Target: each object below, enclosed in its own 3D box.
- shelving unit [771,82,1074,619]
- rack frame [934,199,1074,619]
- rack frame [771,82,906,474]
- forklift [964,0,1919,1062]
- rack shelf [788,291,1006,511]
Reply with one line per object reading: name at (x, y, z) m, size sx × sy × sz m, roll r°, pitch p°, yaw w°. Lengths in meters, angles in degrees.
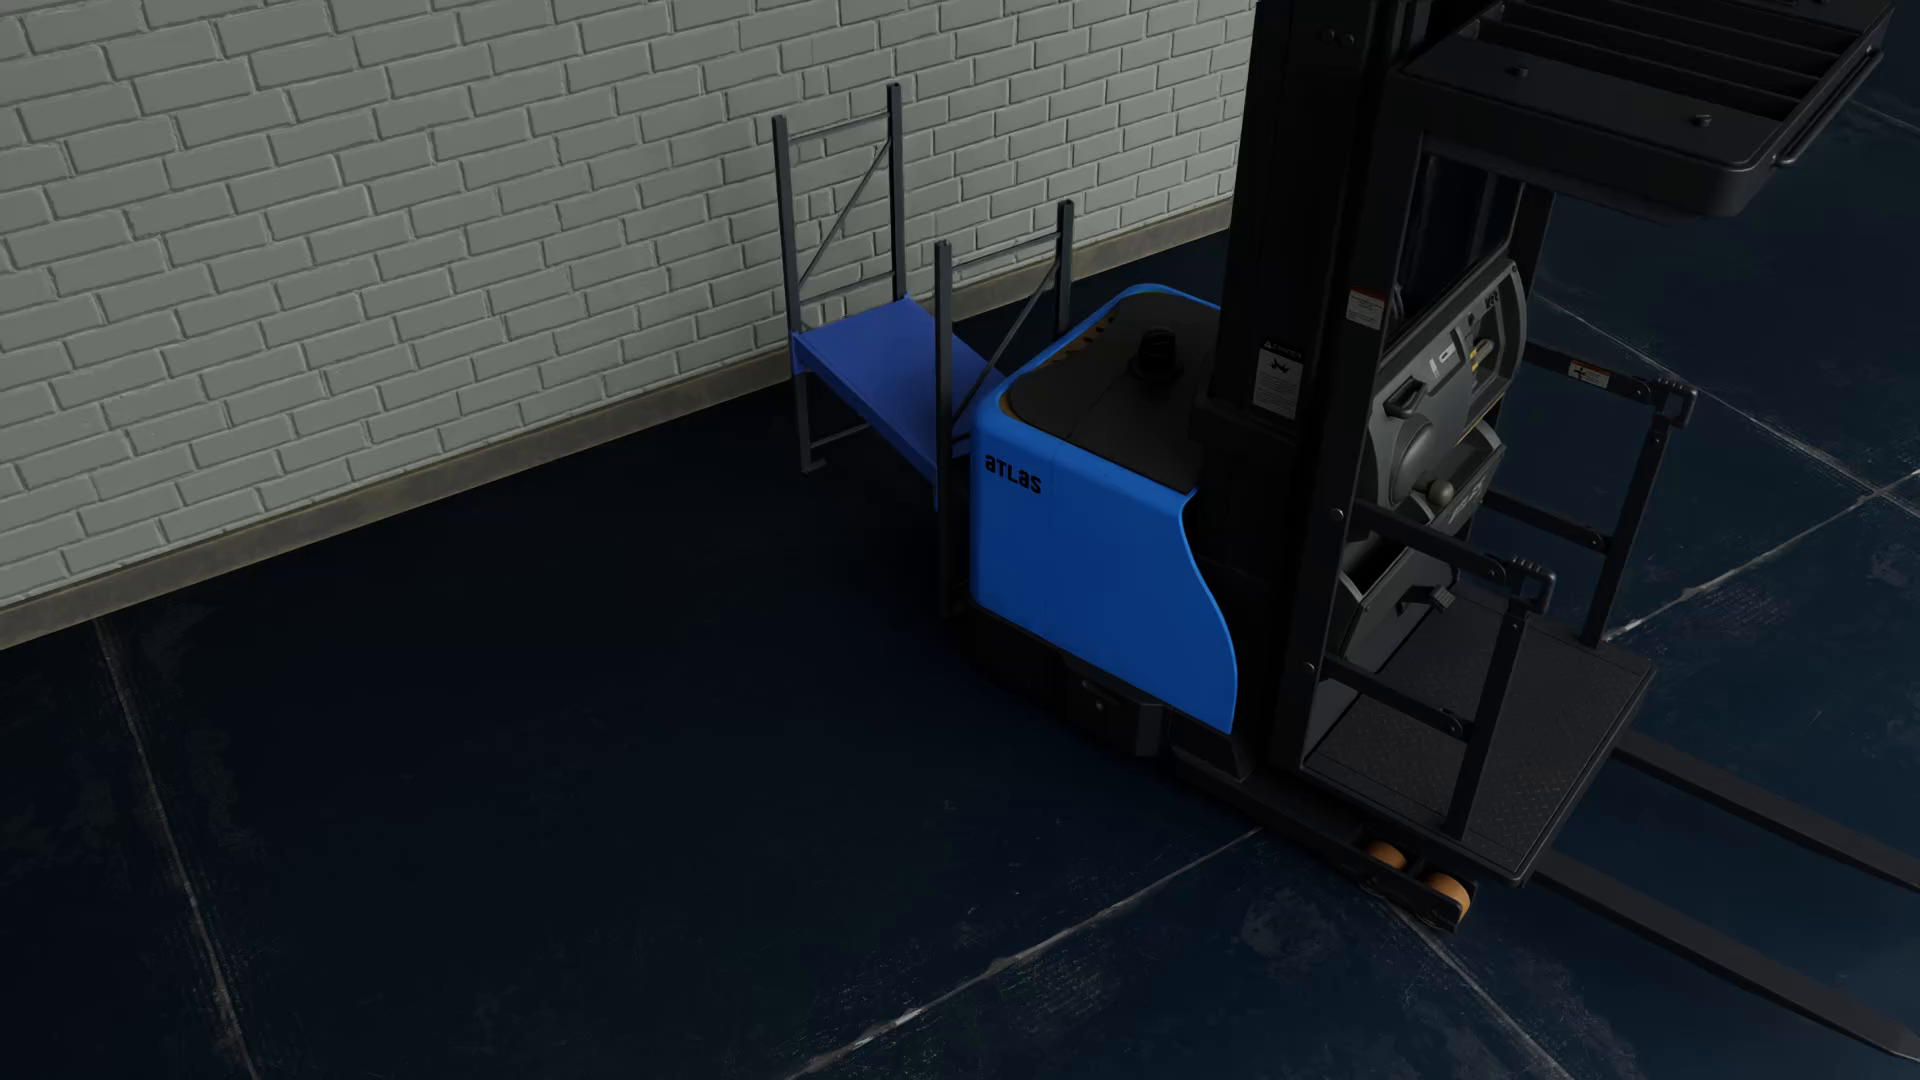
shelving unit at (-0.141, -0.663, 5.874) m, size 0.538 × 1.500 × 1.048 m, roll -23°, pitch 45°, yaw -25°
rack frame at (0.139, -0.392, 5.549) m, size 0.500 × 1.500 × 0.032 m, roll -23°, pitch 45°, yaw -25°
rack frame at (-0.422, -0.935, 6.200) m, size 0.500 × 1.500 × 0.032 m, roll -23°, pitch 45°, yaw -25°
forklift at (1.489, -0.373, 4.408) m, size 3.031 × 2.935 × 1.130 m, roll 27°, pitch 47°, yaw 28°
rack shelf at (-0.141, -0.525, 5.989) m, size 0.538 × 0.185 × 1.000 m, roll -23°, pitch 45°, yaw -25°
